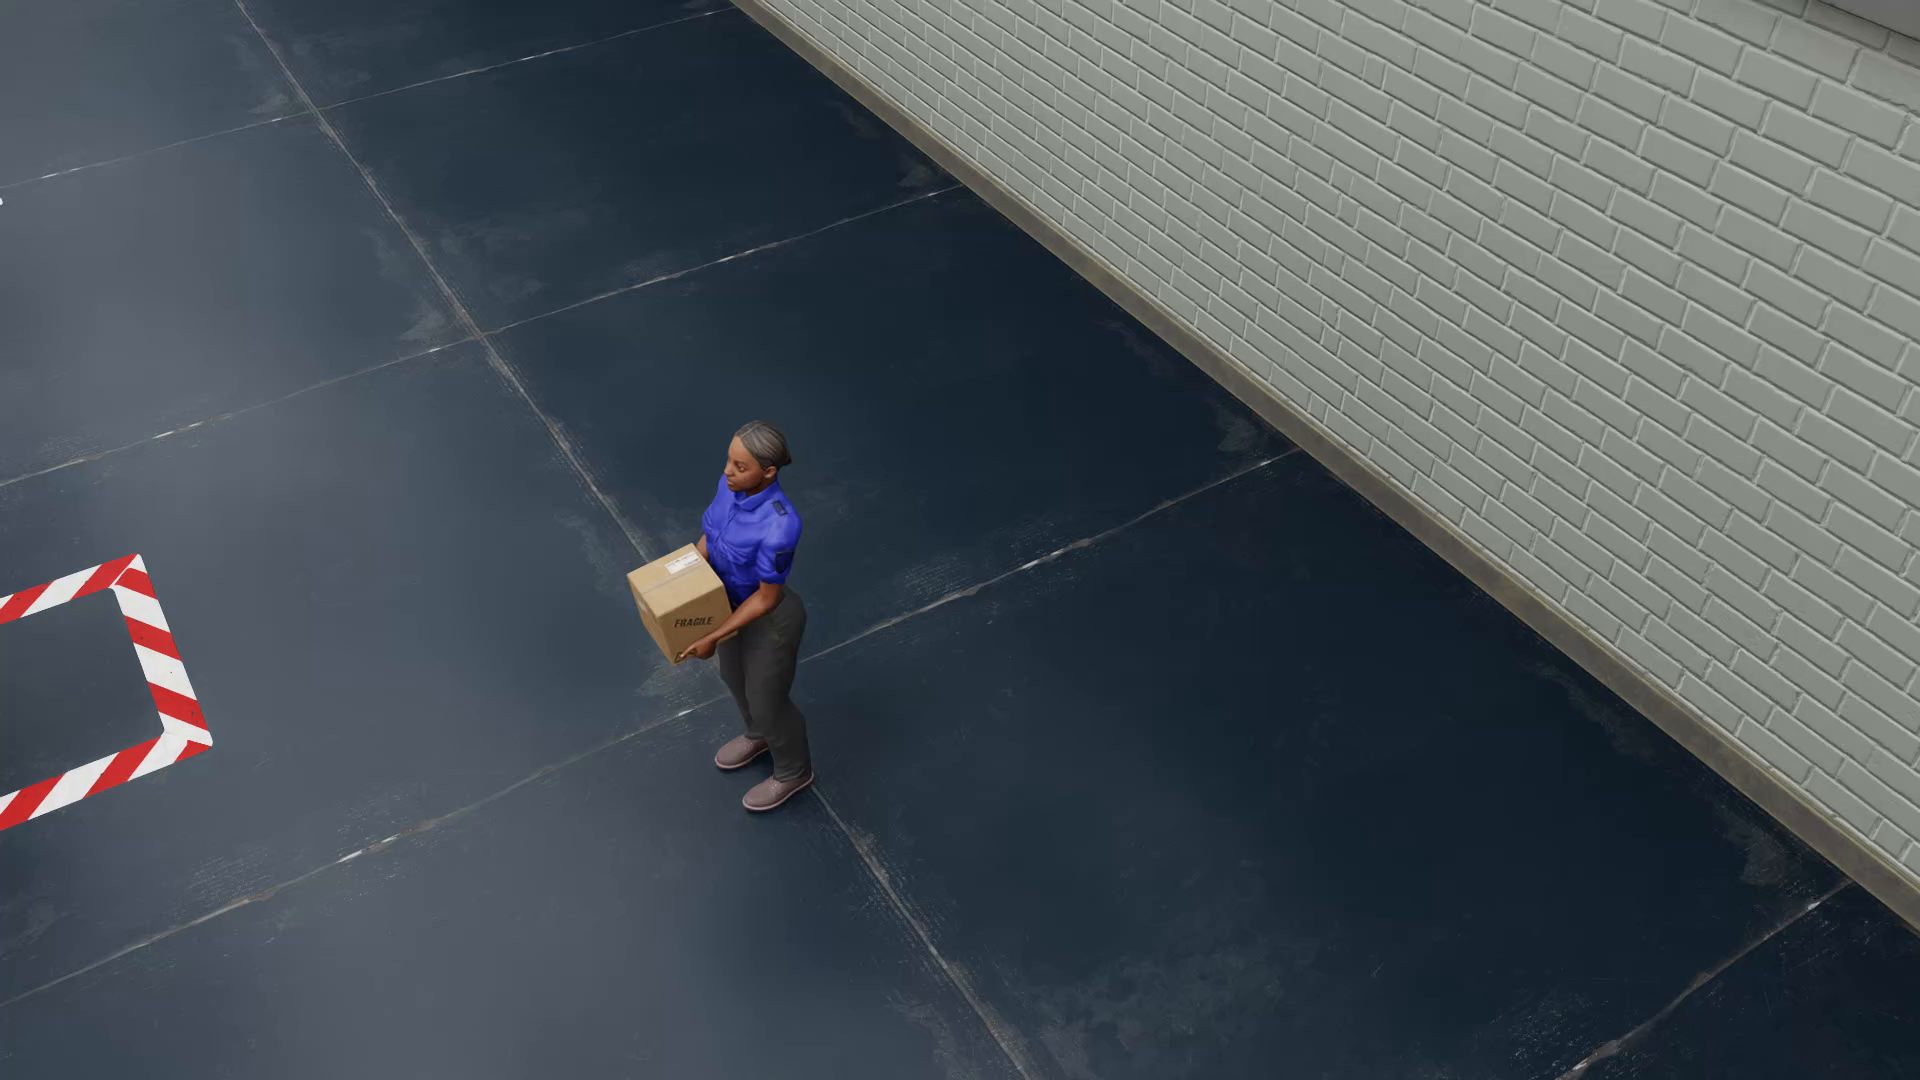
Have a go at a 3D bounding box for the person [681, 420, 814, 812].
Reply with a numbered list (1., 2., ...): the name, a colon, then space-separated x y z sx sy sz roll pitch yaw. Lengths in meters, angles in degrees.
1. person: -0.786 0.291 5.835 0.522 1.646 0.450 -22 46 -24
